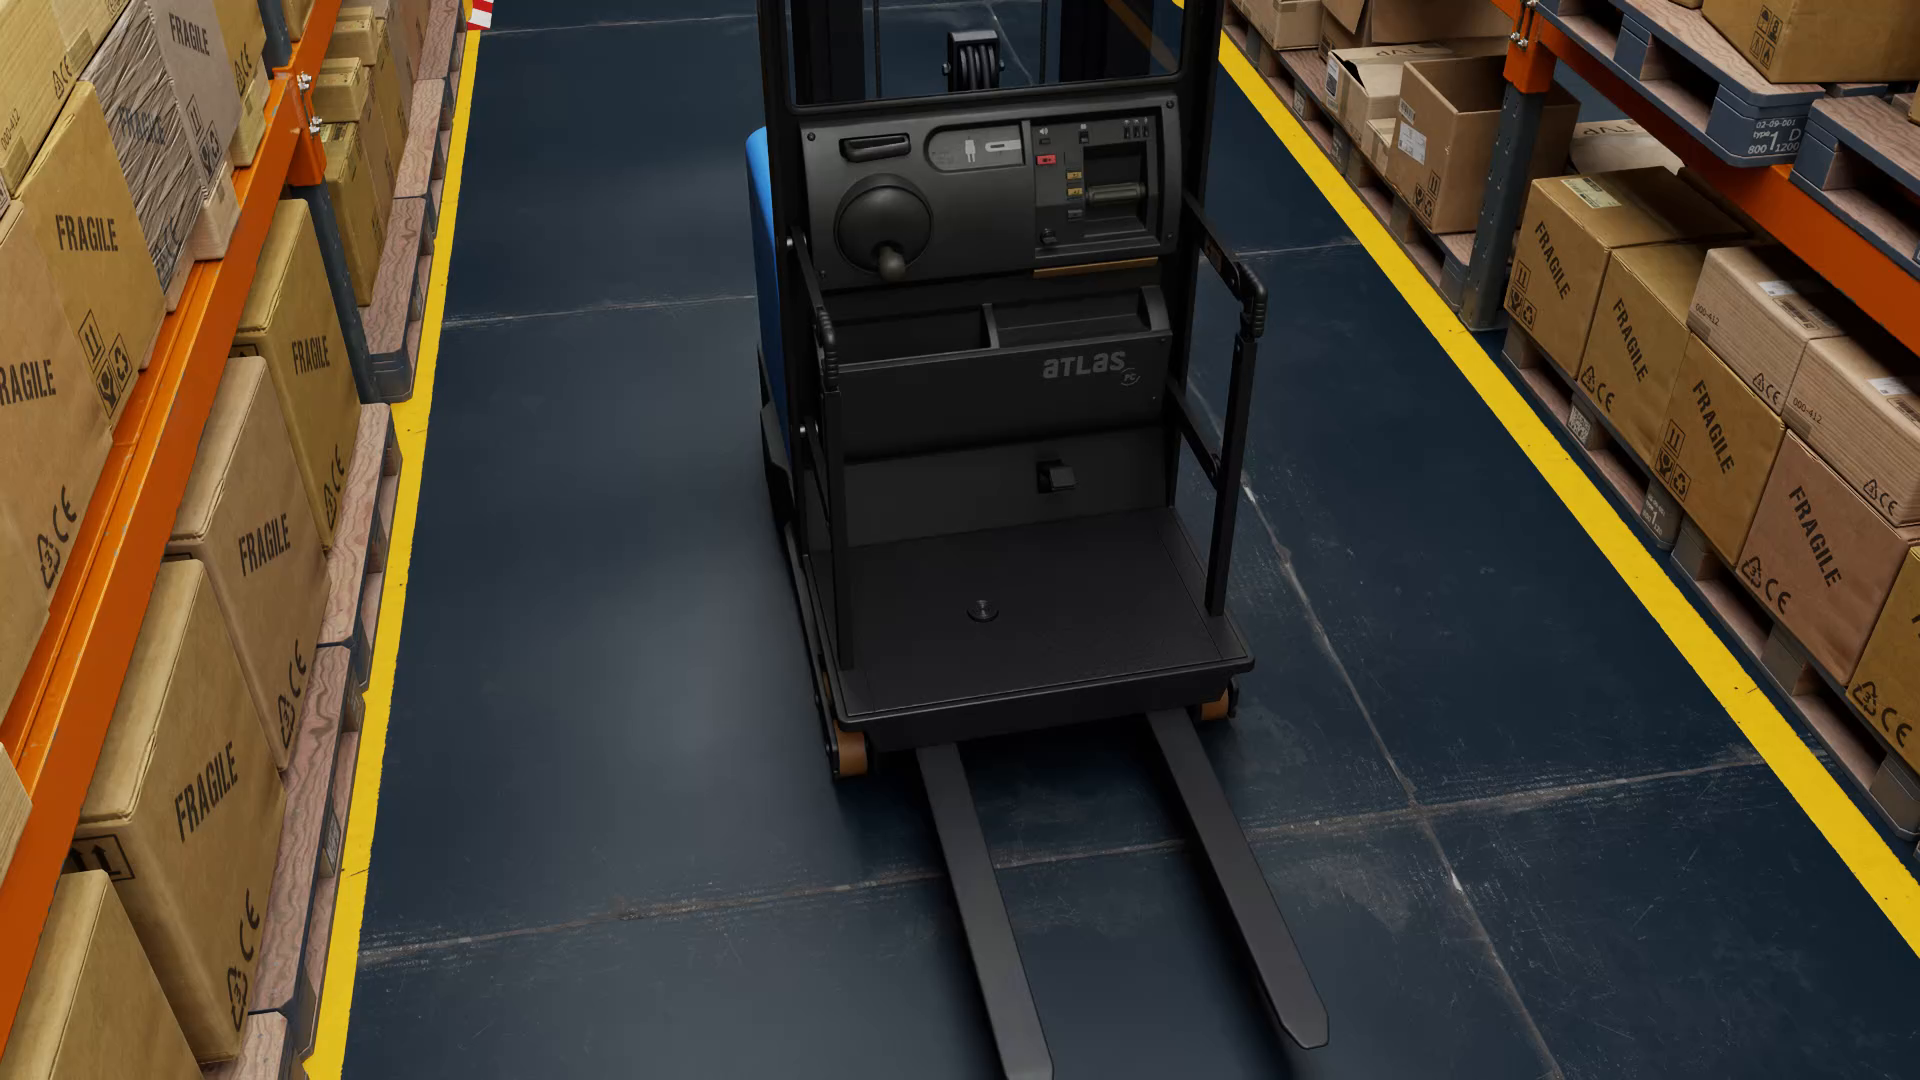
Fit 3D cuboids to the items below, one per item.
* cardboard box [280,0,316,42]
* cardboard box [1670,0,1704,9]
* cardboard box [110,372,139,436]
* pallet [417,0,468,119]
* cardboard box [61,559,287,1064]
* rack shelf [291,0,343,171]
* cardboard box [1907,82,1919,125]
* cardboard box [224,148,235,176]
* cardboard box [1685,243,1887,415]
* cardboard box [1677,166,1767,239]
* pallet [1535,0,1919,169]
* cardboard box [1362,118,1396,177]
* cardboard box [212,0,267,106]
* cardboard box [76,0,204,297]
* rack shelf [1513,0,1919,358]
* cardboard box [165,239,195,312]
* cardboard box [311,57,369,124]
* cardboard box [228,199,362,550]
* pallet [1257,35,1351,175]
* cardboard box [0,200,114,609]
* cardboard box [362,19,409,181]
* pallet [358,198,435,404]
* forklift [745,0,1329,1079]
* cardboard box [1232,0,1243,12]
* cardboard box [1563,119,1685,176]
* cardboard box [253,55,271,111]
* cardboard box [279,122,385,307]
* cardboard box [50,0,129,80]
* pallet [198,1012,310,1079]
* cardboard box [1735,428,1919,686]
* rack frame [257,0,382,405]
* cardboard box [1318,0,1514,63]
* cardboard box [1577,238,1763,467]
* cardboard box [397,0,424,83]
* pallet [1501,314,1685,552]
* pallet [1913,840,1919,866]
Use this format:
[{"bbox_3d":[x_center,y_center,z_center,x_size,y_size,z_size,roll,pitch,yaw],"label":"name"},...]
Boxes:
[{"bbox_3d":[-2.557,-1.962,5.086,0.980,0.700,0.700,-6,38,-7],"label":"cardboard box"},{"bbox_3d":[2.261,-1.944,4.883,0.700,0.500,0.500,-19,42,-23],"label":"cardboard box"},{"bbox_3d":[-1.925,-0.315,3.399,0.380,0.149,0.250,-5,38,-7],"label":"cardboard box"},{"bbox_3d":[-2.962,-2.354,8.108,1.003,0.211,1.213,-6,38,-8],"label":"pallet"},{"bbox_3d":[-1.924,0.597,3.446,0.750,0.750,0.750,-6,38,-8],"label":"cardboard box"},{"bbox_3d":[-2.828,-2.438,6.529,1.077,0.370,4.000,-6,38,-8],"label":"rack shelf"},{"bbox_3d":[2.769,-1.194,3.918,0.700,0.500,0.500,-16,41,-19],"label":"cardboard box"},{"bbox_3d":[-2.071,-0.938,4.200,0.380,0.149,0.250,-5,38,-7],"label":"cardboard box"},{"bbox_3d":[2.419,-0.609,4.657,0.500,0.250,0.500,-6,38,-8],"label":"cardboard box"},{"bbox_3d":[2.767,-0.968,5.730,0.500,0.500,0.500,-6,38,-8],"label":"cardboard box"},{"bbox_3d":[2.431,-1.479,4.865,1.003,0.211,1.213,-6,38,-8],"label":"pallet"},{"bbox_3d":[1.895,-1.630,6.869,0.380,0.149,0.250,-6,38,-8],"label":"cardboard box"},{"bbox_3d":[-2.149,-1.427,4.301,0.500,0.500,0.500,-7,38,-9],"label":"cardboard box"},{"bbox_3d":[-1.970,-0.816,3.515,0.500,0.500,0.500,-6,38,-8],"label":"cardboard box"},{"bbox_3d":[2.749,-0.557,4.108,1.077,0.370,4.000,-6,38,-8],"label":"rack shelf"},{"bbox_3d":[-1.990,-0.630,3.804,0.380,0.149,0.250,-6,38,-8],"label":"cardboard box"},{"bbox_3d":[-2.388,-1.638,6.080,0.380,0.149,0.250,-5,38,-6],"label":"cardboard box"},{"bbox_3d":[-2.236,-0.452,4.797,0.750,0.750,0.750,-6,38,-7],"label":"cardboard box"},{"bbox_3d":[2.062,-2.101,7.782,1.003,0.211,1.213,-6,38,-8],"label":"pallet"},{"bbox_3d":[-1.778,-0.201,2.723,0.500,0.500,0.500,-6,38,-8],"label":"cardboard box"},{"bbox_3d":[-2.681,-1.769,6.778,0.700,0.500,0.500,-5,38,-7],"label":"cardboard box"},{"bbox_3d":[-2.534,-0.880,6.211,1.003,0.211,1.213,-6,38,-8],"label":"pallet"},{"bbox_3d":[0.134,-0.780,3.865,1.130,2.935,3.031,-8,38,-10],"label":"forklift"},{"bbox_3d":[1.601,-2.892,8.410,0.500,0.250,0.500,-6,38,-8],"label":"cardboard box"},{"bbox_3d":[2.538,-1.438,6.488,0.500,0.311,0.500,-6,38,-8],"label":"cardboard box"},{"bbox_3d":[-2.140,-1.249,4.601,0.380,0.149,0.250,-6,38,-8],"label":"cardboard box"},{"bbox_3d":[-2.508,-1.155,5.987,0.700,0.500,0.500,-6,38,-7],"label":"cardboard box"},{"bbox_3d":[-1.974,-1.102,3.272,0.500,0.250,0.500,-6,38,-7],"label":"cardboard box"},{"bbox_3d":[-1.841,1.519,3.123,1.003,0.211,1.213,-6,38,-8],"label":"pallet"},{"bbox_3d":[2.516,0.012,4.468,0.500,0.500,0.500,-8,38,-10],"label":"cardboard box"},{"bbox_3d":[-2.478,-1.514,4.754,1.000,3.000,0.127,-6,38,-8],"label":"rack frame"},{"bbox_3d":[2.064,-2.371,7.533,0.797,0.503,0.637,-6,38,-8],"label":"cardboard box"},{"bbox_3d":[2.348,-0.596,5.251,0.500,0.500,0.500,-6,38,-7],"label":"cardboard box"},{"bbox_3d":[-2.870,-2.394,7.582,0.700,0.500,0.500,-6,38,-8],"label":"cardboard box"},{"bbox_3d":[2.578,-0.460,5.671,1.003,0.211,1.213,-6,38,-8],"label":"pallet"},{"bbox_3d":[3.006,1.013,3.774,1.003,0.211,1.213,-6,38,-8],"label":"pallet"}]
